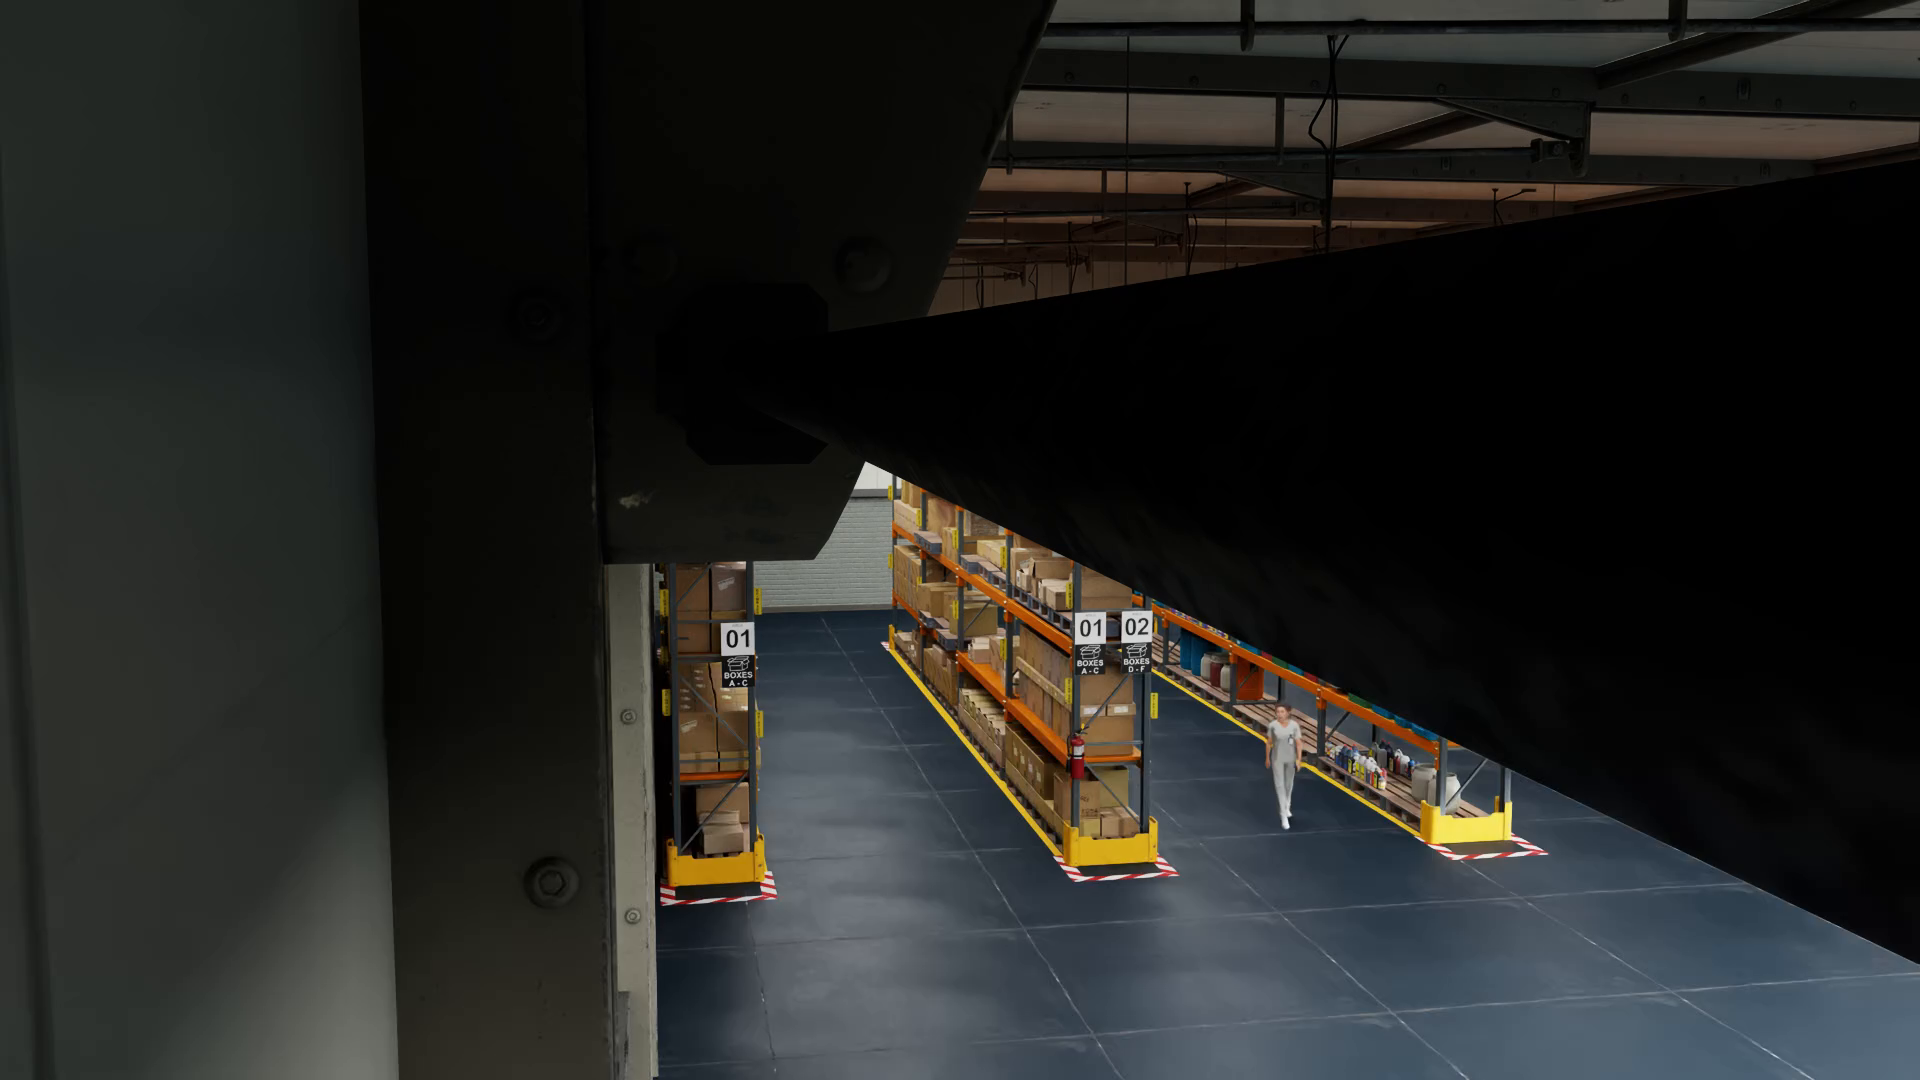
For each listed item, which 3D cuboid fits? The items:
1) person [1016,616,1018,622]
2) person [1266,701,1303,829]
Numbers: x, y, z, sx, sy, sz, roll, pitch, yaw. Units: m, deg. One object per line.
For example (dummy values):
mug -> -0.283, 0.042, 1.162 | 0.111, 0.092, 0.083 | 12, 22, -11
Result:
person -> 1.255, 1.221, 39.630 | 0.737, 1.667, 0.693 | 0, 6, 0
person -> 4.446, 3.042, 22.764 | 0.475, 1.652, 0.837 | 0, 6, 4
